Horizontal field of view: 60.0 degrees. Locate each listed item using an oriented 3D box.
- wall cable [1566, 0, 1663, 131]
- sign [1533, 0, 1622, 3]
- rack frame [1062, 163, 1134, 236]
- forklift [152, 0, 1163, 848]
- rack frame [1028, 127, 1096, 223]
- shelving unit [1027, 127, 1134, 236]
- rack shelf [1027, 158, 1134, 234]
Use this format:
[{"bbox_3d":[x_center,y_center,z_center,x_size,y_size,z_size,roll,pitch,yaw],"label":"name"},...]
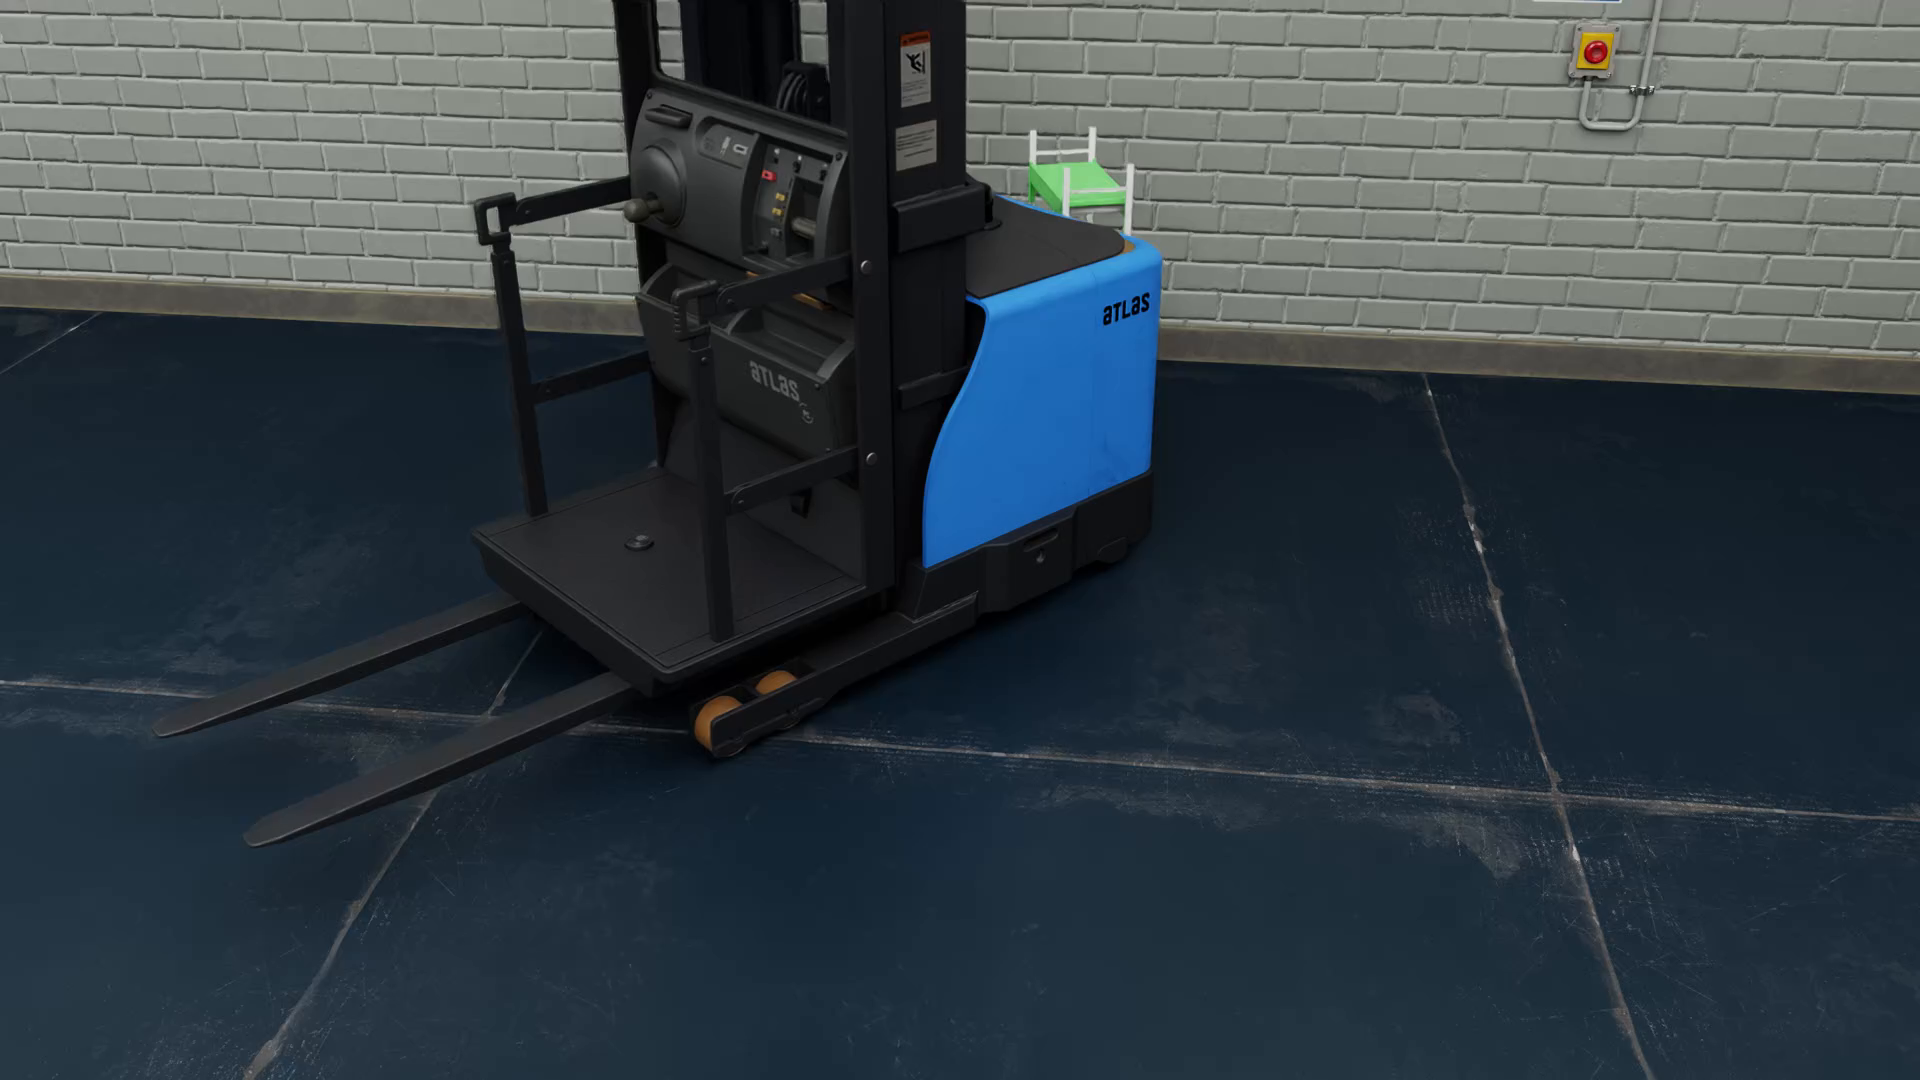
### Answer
[{"bbox_3d":[2.390,-2.454,6.038,0.585,1.953,0.123,3,28,6],"label":"wall cable"},{"bbox_3d":[2.349,-2.144,6.281,0.327,0.218,0.001,3,28,6],"label":"sign"},{"bbox_3d":[0.461,-0.716,5.814,0.240,1.200,0.015,-5,29,-10],"label":"rack frame"},{"bbox_3d":[-0.779,-0.967,4.454,3.031,2.935,1.130,-23,36,-36],"label":"forklift"},{"bbox_3d":[0.369,-0.943,6.236,0.240,1.200,0.015,-5,29,-10],"label":"rack frame"},{"bbox_3d":[0.415,-0.830,6.025,0.258,1.200,0.503,-5,29,-10],"label":"shelving unit"},{"bbox_3d":[0.415,-1.196,5.828,0.258,0.148,0.480,-5,29,-10],"label":"rack shelf"}]
